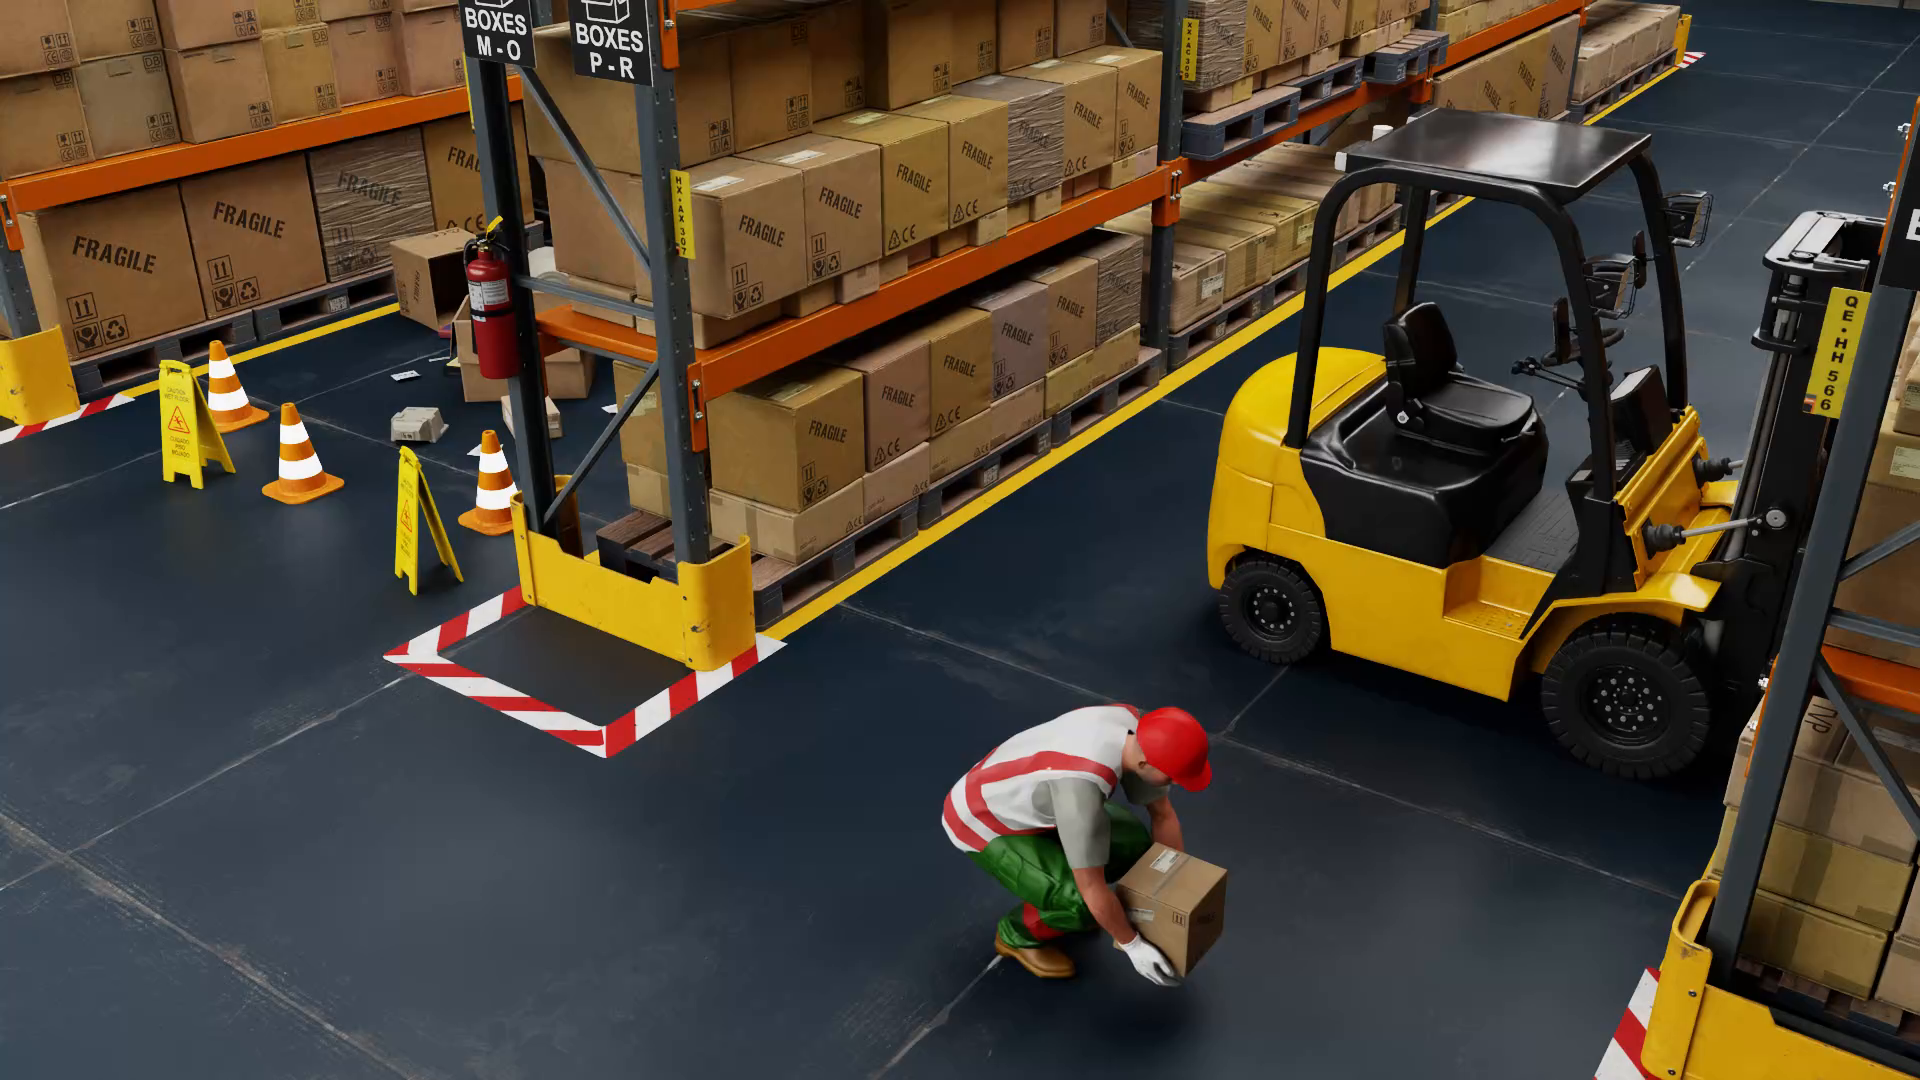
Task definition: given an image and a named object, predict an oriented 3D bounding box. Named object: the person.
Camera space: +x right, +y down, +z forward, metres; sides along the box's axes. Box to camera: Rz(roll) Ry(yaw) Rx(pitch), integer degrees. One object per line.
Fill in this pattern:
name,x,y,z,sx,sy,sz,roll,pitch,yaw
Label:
person,0.384,0.890,5.216,0.875,0.991,0.565,17,31,31
